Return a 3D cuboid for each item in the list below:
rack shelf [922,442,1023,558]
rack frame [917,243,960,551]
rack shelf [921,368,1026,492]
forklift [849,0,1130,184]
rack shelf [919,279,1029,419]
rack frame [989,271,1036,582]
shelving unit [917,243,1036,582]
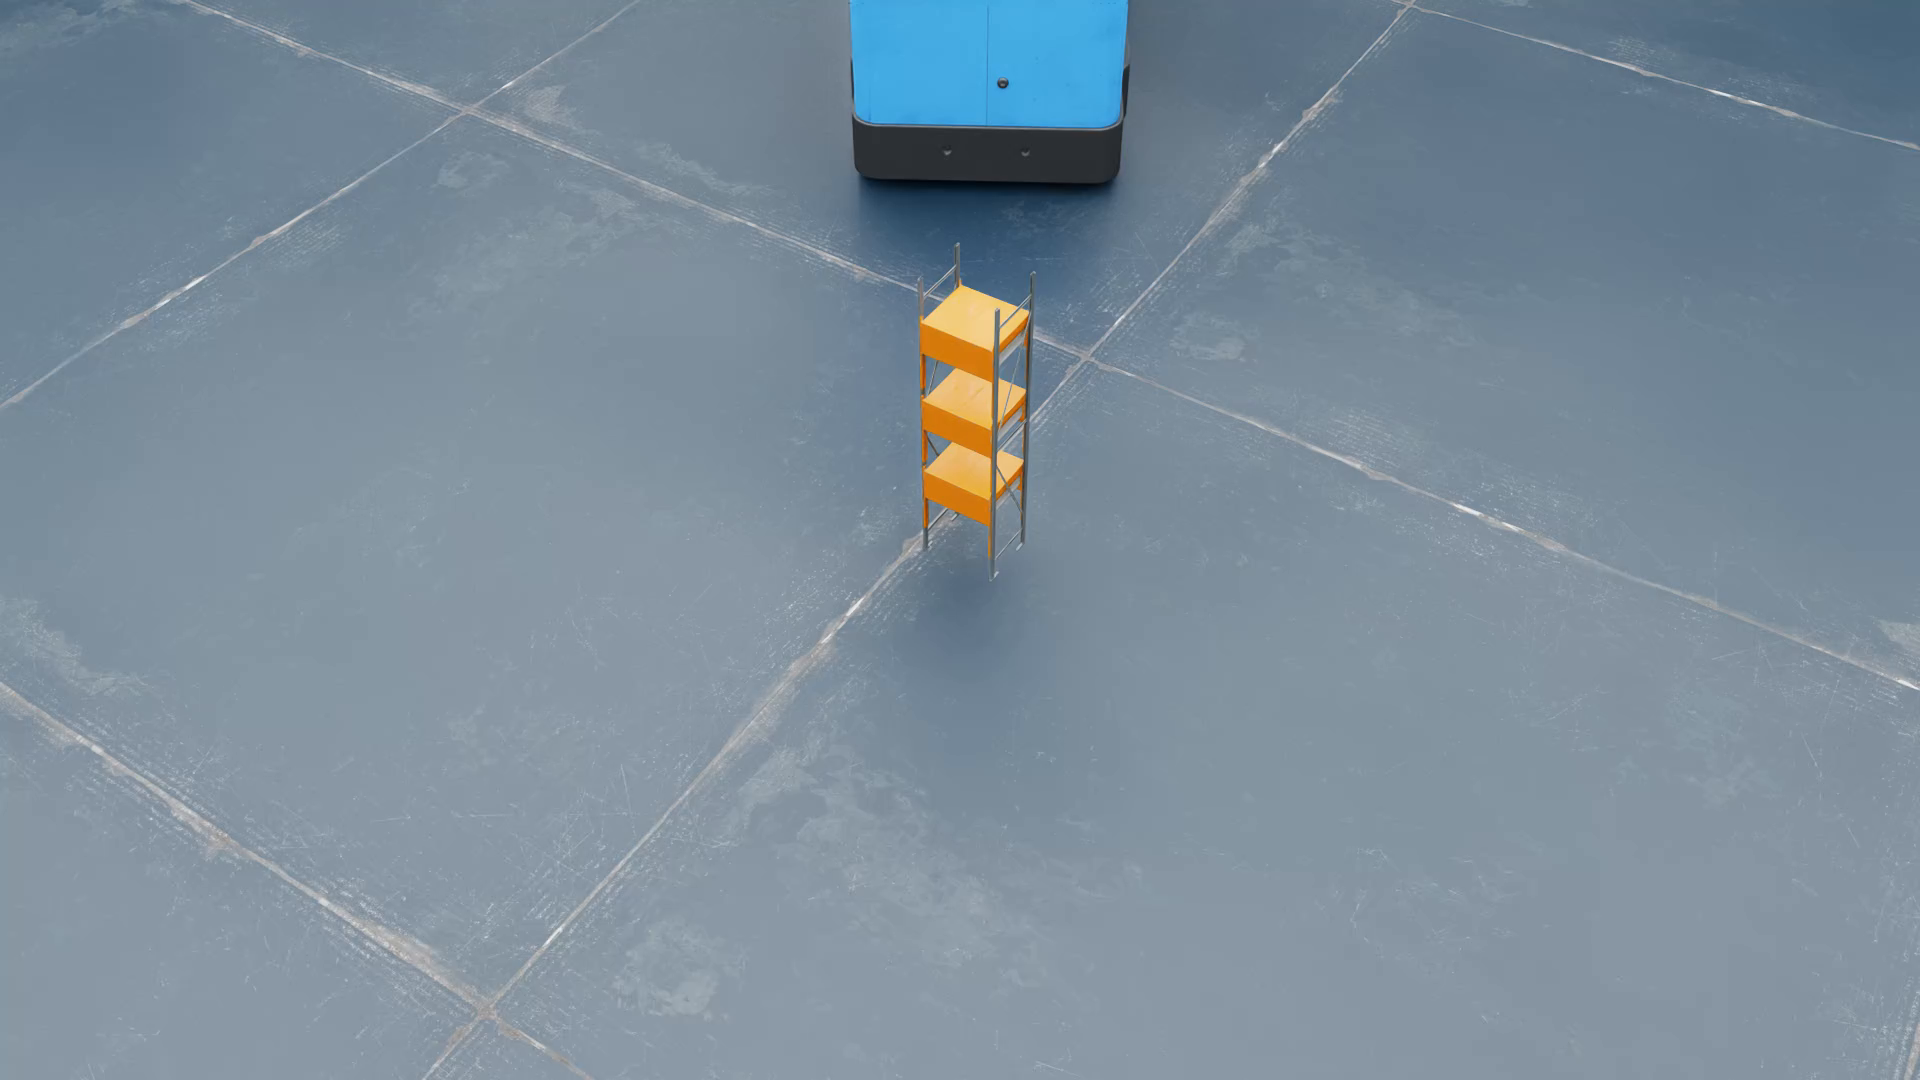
[{"bbox_3d":[0.045,-0.144,5.060,0.240,0.259,0.215,25,51,22],"label":"rack shelf"},{"bbox_3d":[-0.058,-0.392,4.899,0.008,1.050,0.200,25,51,22],"label":"rack frame"},{"bbox_3d":[0.045,-0.338,4.861,0.240,0.259,0.215,25,51,22],"label":"rack shelf"},{"bbox_3d":[0.158,-3.461,6.570,1.130,2.935,3.031,2,46,1],"label":"forklift"},{"bbox_3d":[0.045,-0.536,4.657,0.240,0.259,0.215,25,51,22],"label":"rack shelf"},{"bbox_3d":[0.148,-0.298,4.807,0.008,1.050,0.200,25,51,22],"label":"rack frame"},{"bbox_3d":[0.045,-0.345,4.853,0.252,1.050,0.215,25,51,22],"label":"shelving unit"}]
